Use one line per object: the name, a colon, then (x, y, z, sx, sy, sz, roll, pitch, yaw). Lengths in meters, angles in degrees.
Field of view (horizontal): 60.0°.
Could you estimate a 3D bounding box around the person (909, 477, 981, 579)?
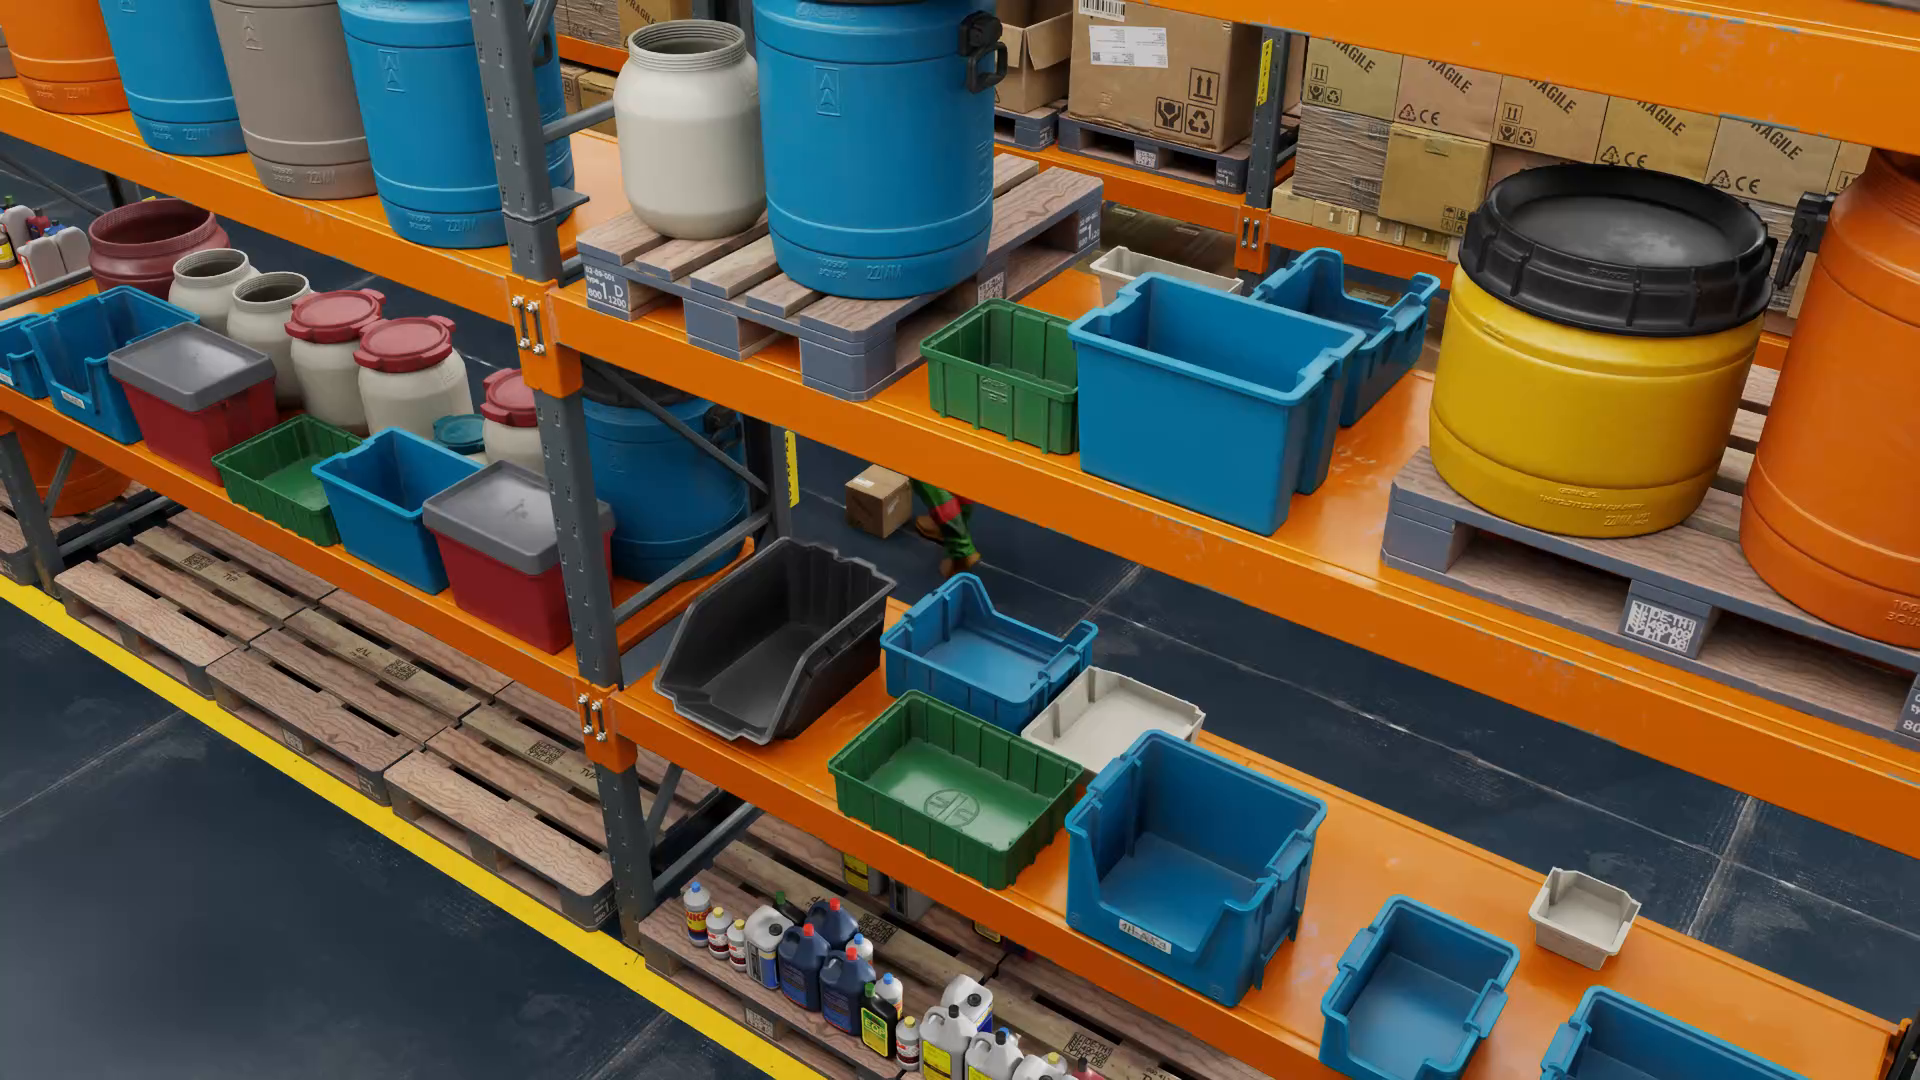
person: (-0.027, -0.690, 8.135, 0.563, 1.805, 0.577, 21, 40, 28)
